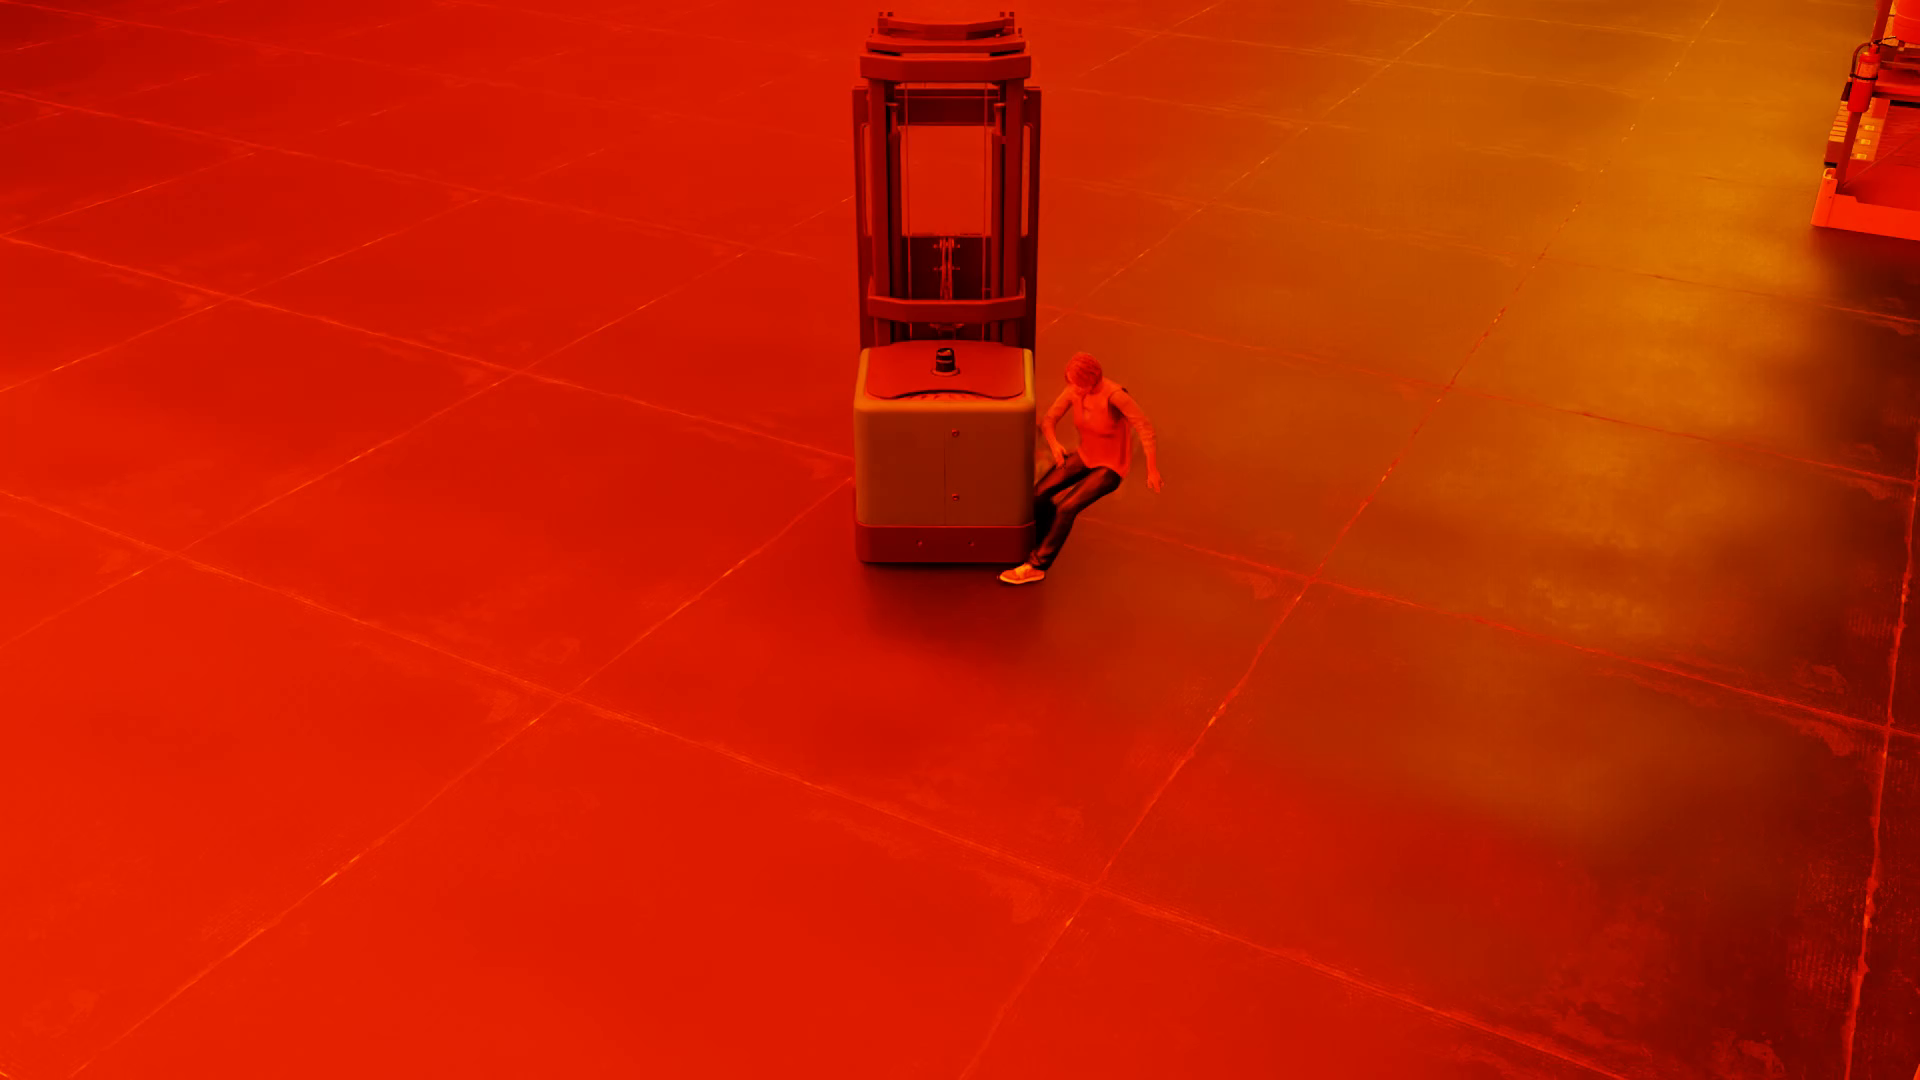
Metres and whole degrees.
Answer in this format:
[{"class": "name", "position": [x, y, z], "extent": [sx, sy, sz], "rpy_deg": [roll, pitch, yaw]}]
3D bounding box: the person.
[{"class": "person", "position": [0.653, -0.374, 9.380], "extent": [0.778, 1.372, 0.823], "rpy_deg": [26, 39, 38]}]

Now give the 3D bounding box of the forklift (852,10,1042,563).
[{"class": "forklift", "position": [-0.073, -1.832, 10.245], "extent": [1.130, 2.935, 3.031], "rpy_deg": [0, 30, 0]}]
